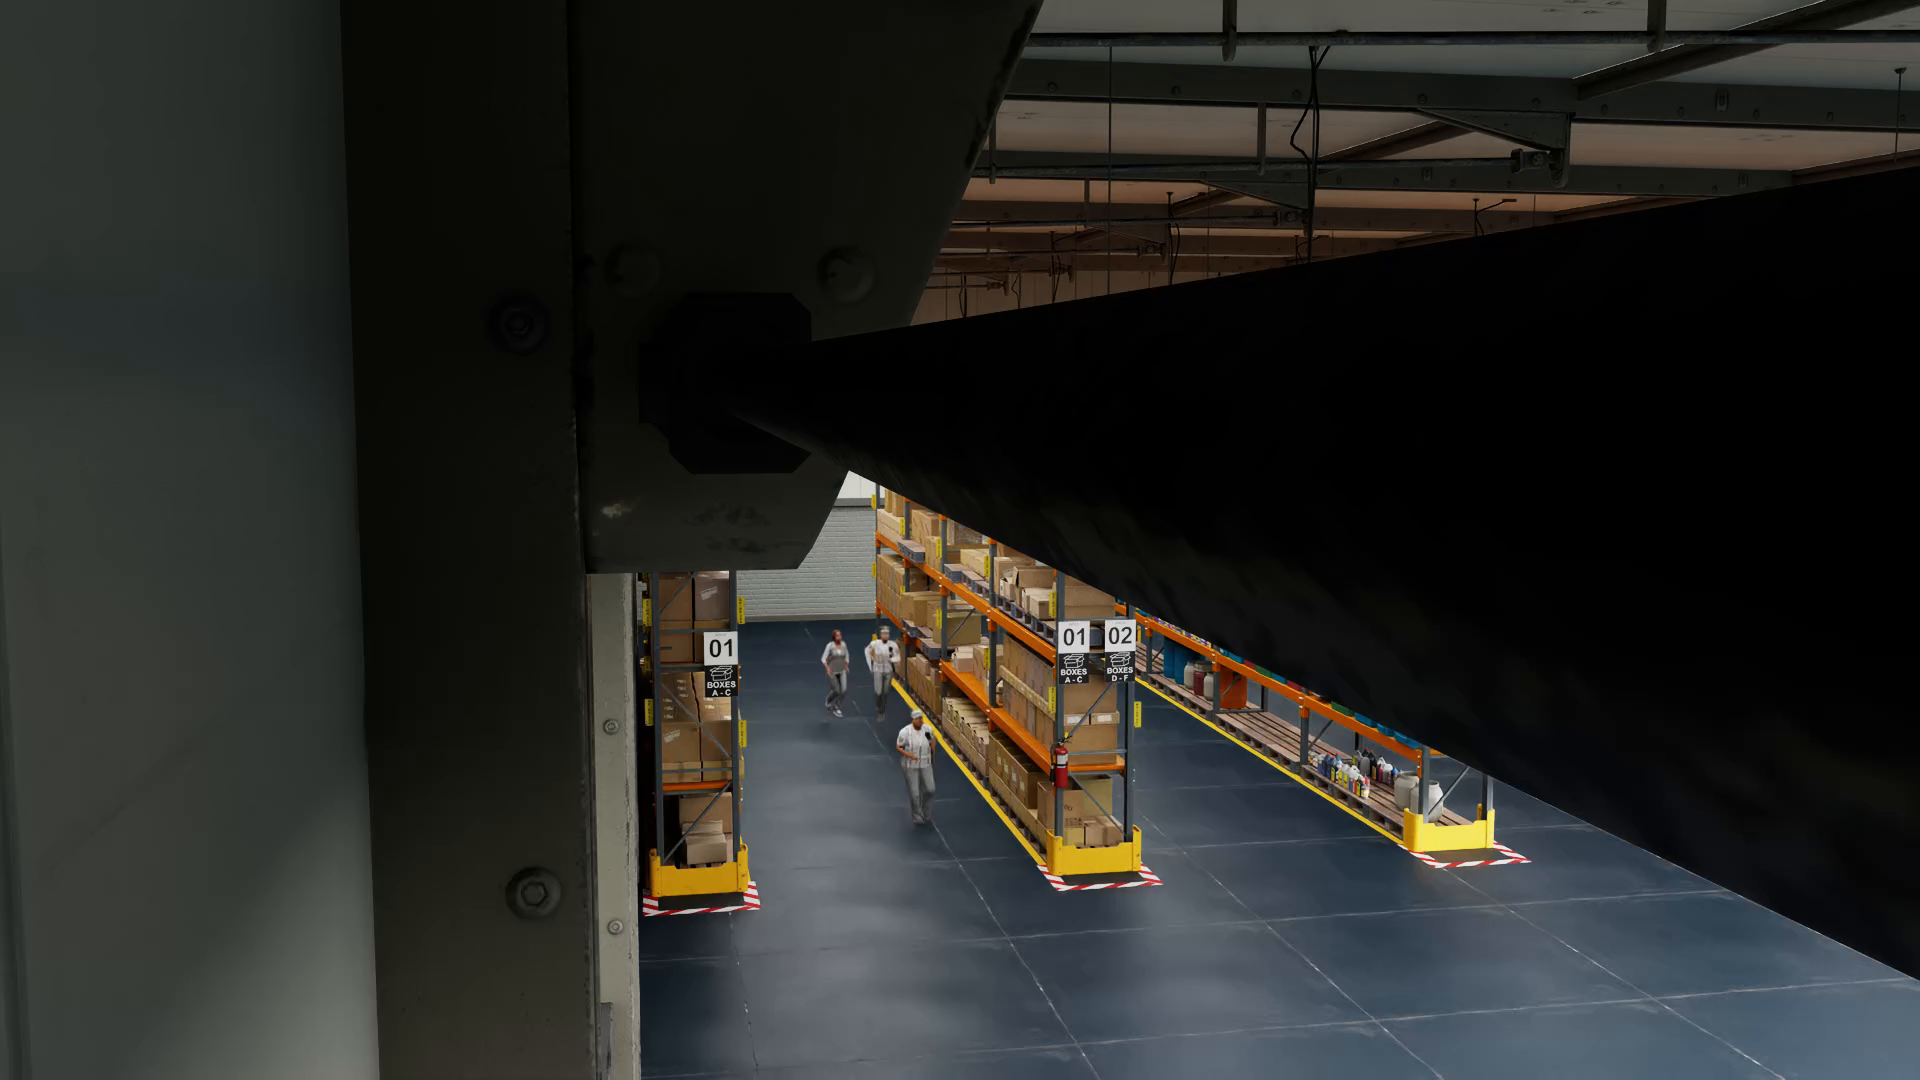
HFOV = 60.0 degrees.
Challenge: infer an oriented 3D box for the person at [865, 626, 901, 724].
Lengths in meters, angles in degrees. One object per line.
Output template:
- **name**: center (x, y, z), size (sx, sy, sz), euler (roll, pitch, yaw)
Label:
- **person**: center (-1.326, 2.316, 28.692), size (0.599, 1.730, 0.712), euler (-1, 6, -8)

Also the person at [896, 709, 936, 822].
- **person**: center (-0.582, 3.156, 23.130), size (0.606, 1.612, 0.583), euler (-2, 6, -14)

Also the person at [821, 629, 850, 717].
- **person**: center (-2.171, 2.306, 29.083), size (0.522, 1.529, 0.539), euler (-3, 7, -26)
